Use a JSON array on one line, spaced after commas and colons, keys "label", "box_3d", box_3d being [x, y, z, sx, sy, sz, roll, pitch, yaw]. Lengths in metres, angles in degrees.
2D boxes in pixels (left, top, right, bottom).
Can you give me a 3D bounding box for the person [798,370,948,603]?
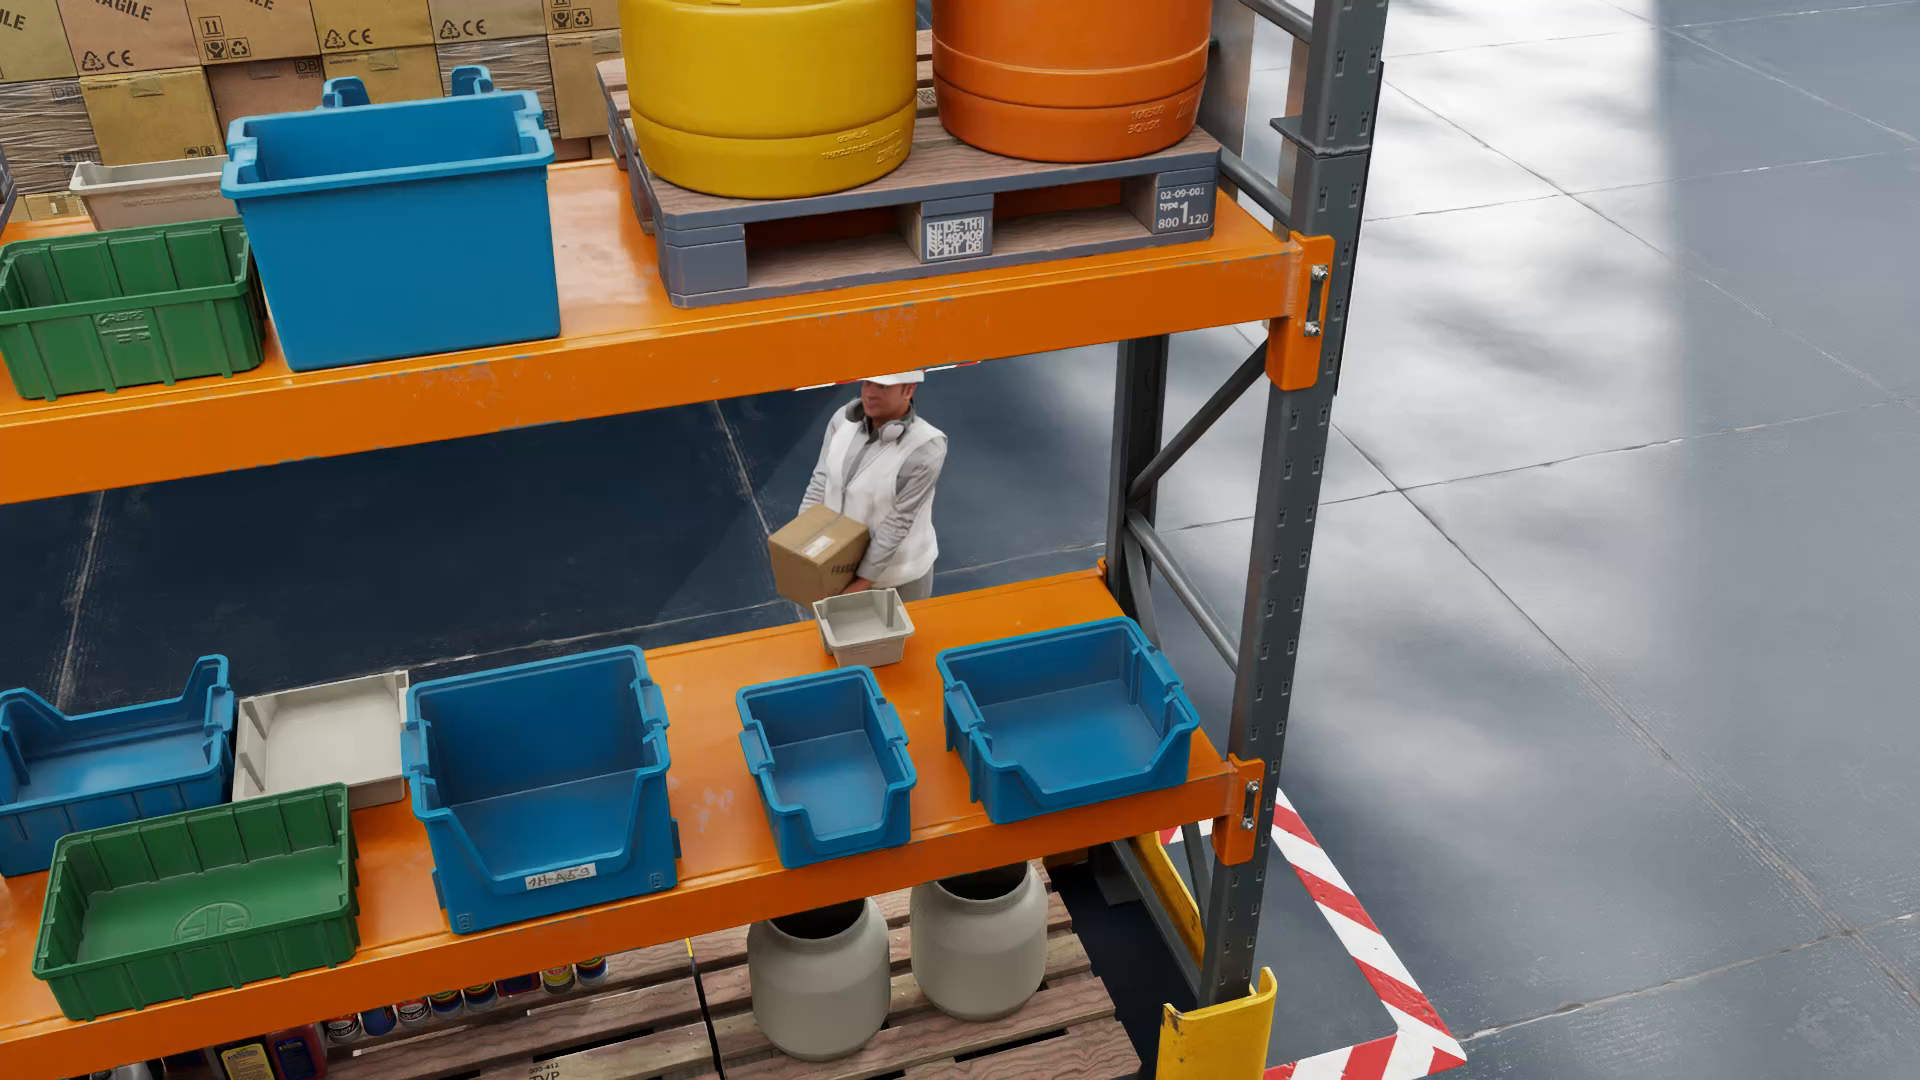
[{"label": "person", "box_3d": [-0.353, 0.109, 5.963, 0.461, 1.762, 0.554, 25, 41, 33]}]
